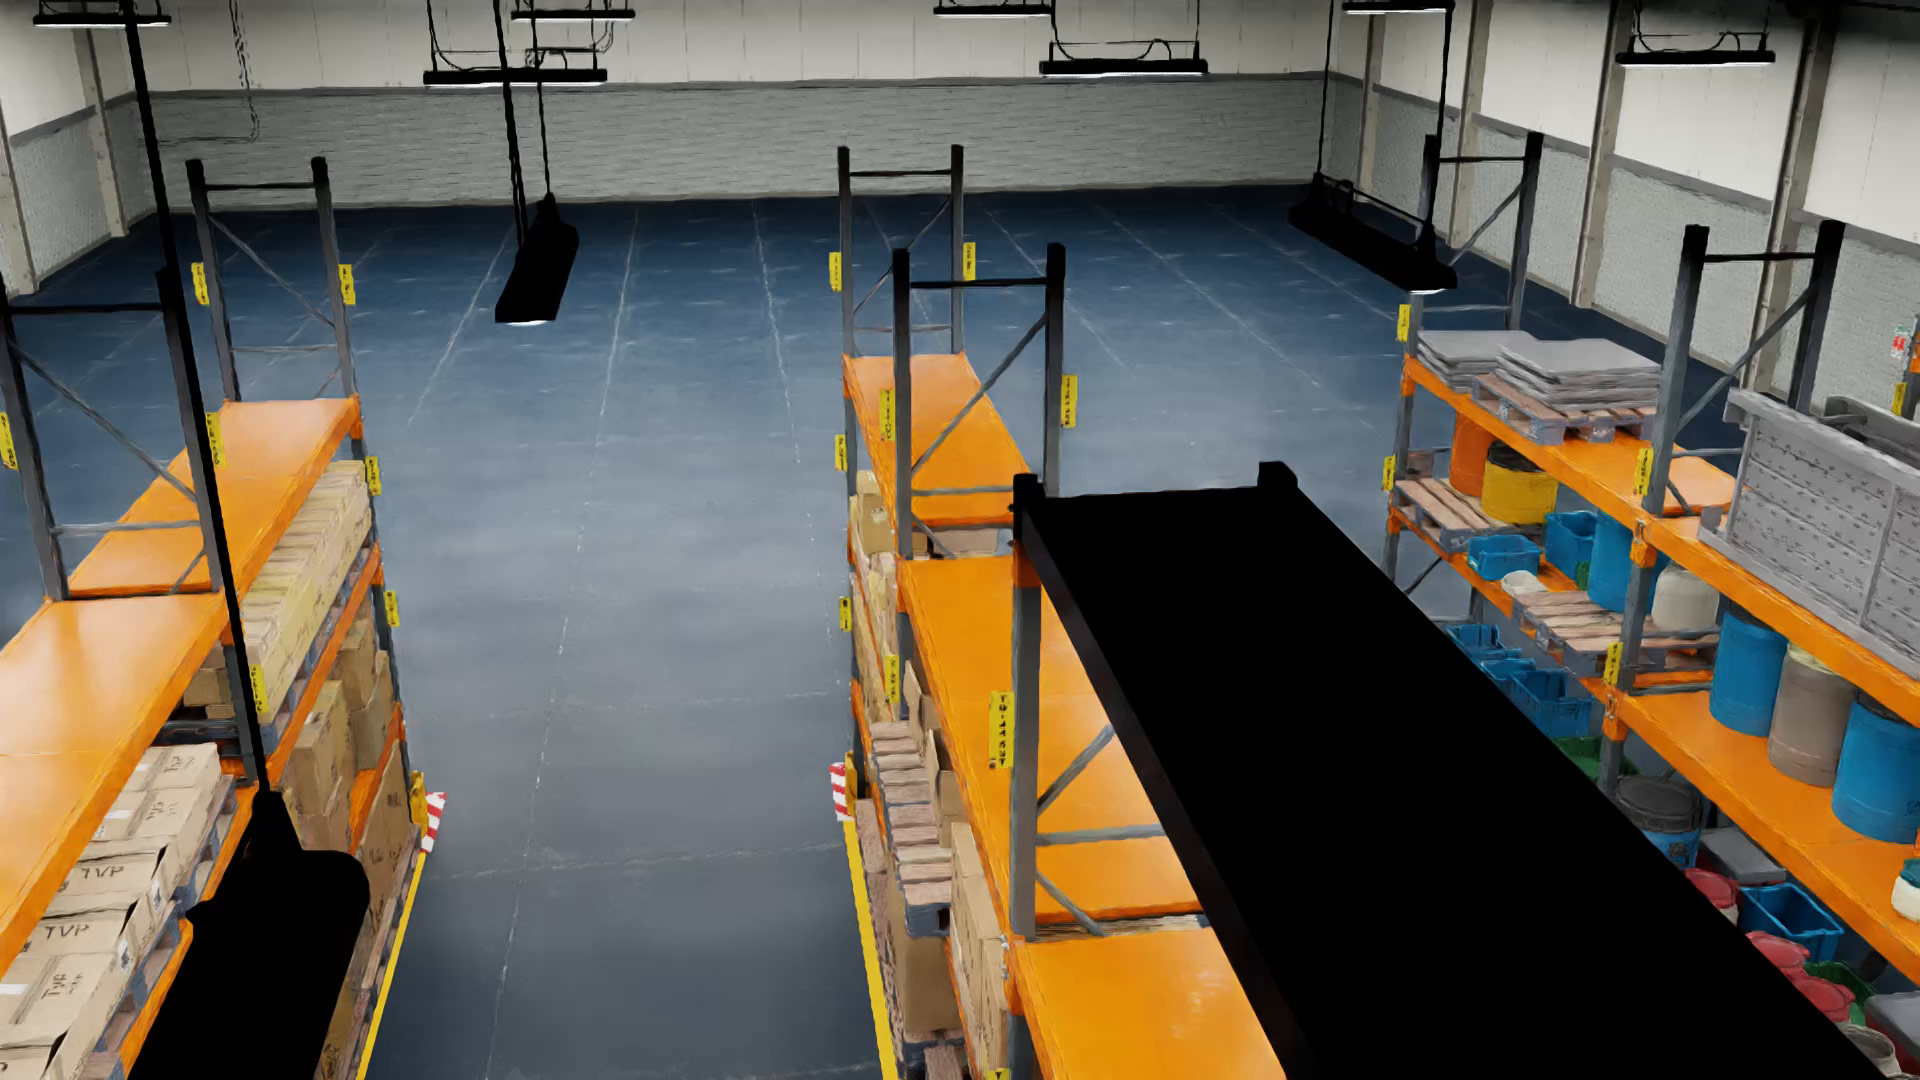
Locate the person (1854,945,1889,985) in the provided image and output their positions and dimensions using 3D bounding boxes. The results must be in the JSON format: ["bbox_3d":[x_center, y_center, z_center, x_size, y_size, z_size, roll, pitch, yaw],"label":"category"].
[{"bbox_3d":[7.081,2.845,12.274,0.447,1.574,1.088,-2,22,-6],"label":"person"}]
